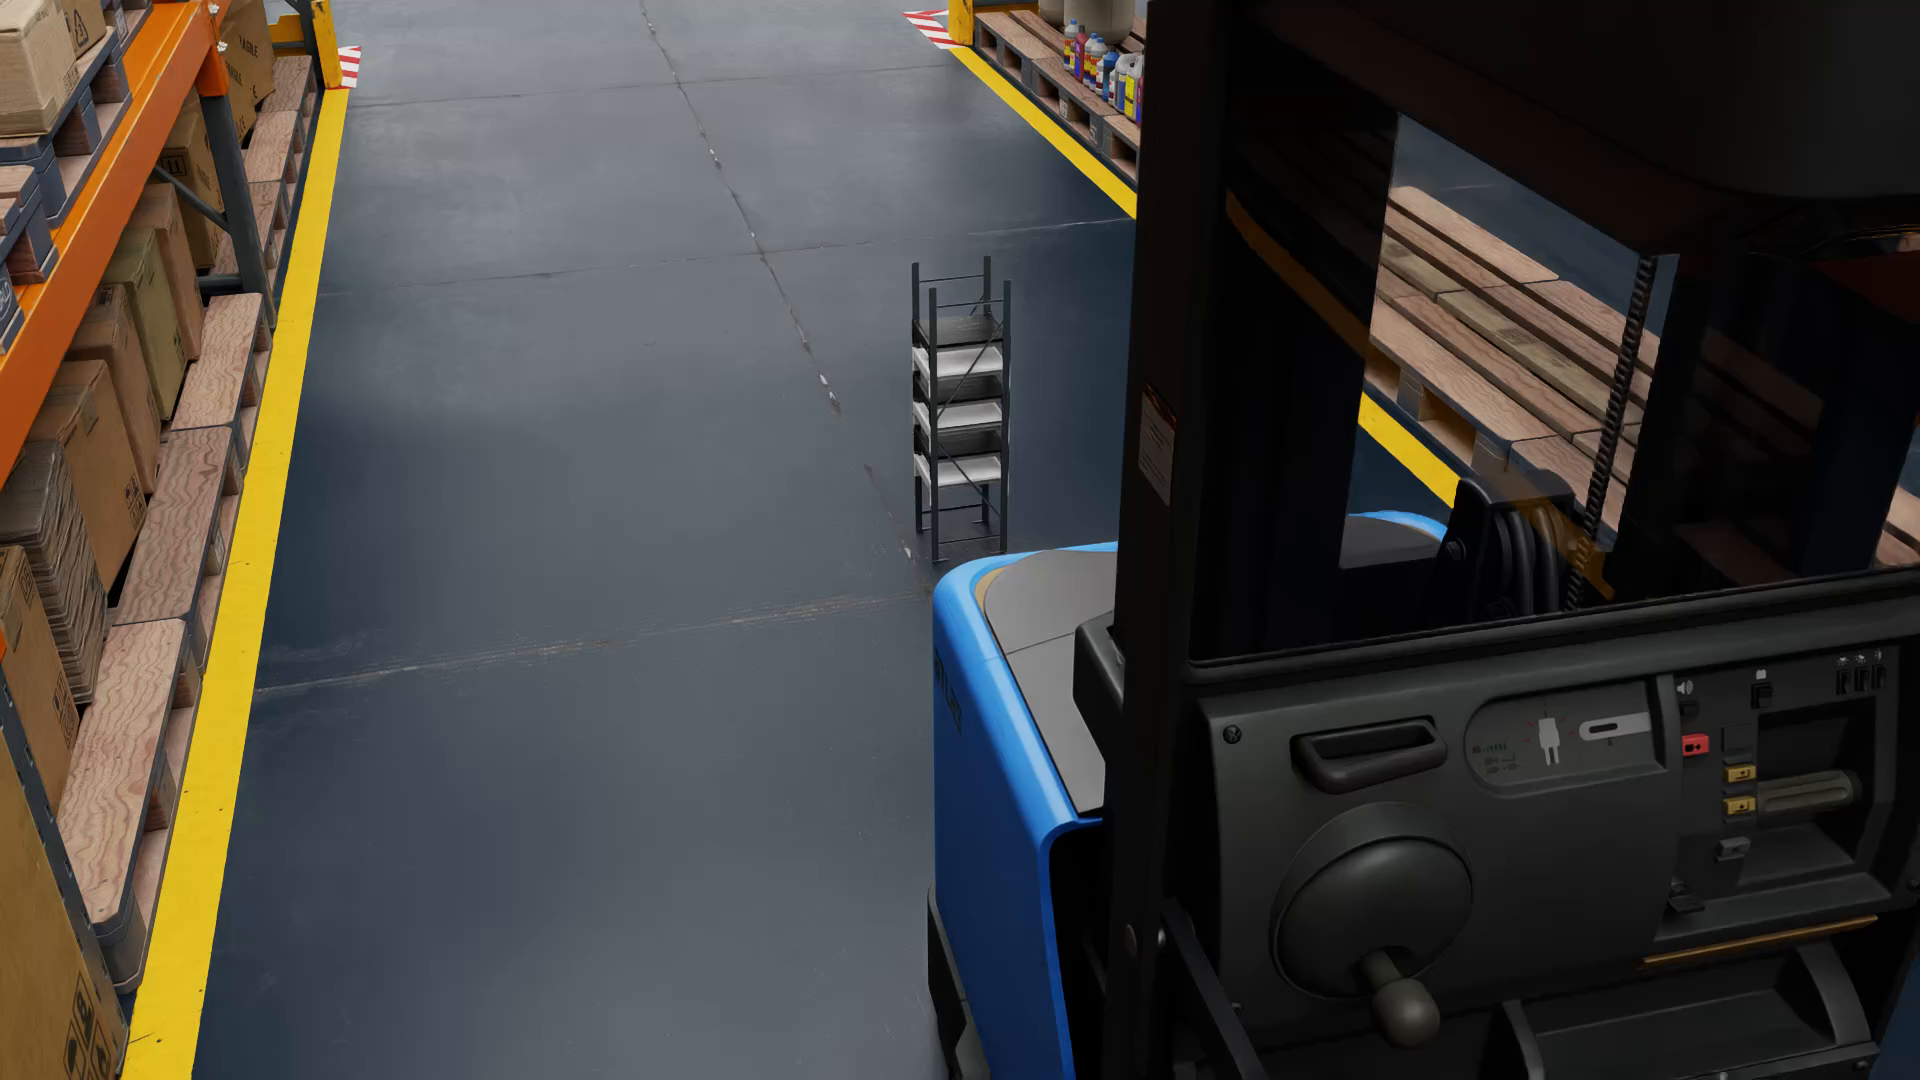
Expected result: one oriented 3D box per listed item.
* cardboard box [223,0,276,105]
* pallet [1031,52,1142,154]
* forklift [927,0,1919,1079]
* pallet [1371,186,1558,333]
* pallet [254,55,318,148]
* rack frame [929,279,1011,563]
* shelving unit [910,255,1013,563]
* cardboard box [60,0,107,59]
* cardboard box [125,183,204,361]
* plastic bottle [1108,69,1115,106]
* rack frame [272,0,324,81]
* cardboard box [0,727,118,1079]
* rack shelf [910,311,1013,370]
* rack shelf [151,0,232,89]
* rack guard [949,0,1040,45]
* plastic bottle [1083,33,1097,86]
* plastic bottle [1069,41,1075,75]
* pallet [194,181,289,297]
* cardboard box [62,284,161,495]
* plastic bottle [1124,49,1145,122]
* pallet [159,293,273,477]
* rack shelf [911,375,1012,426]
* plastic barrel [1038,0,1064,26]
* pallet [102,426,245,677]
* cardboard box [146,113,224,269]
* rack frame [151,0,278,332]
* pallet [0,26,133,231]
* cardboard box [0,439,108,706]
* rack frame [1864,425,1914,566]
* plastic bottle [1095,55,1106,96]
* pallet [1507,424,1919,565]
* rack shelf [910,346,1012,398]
[{"bbox_3d":[-3.980,-2.549,8.736,0.500,0.500,0.500,0,30,0],"label":"cardboard box"},{"bbox_3d":[1.050,-2.477,9.319,1.003,0.211,1.213,-8,31,-13],"label":"pallet"},{"bbox_3d":[0.773,0.361,1.700,1.130,2.935,3.031,-7,31,-12],"label":"forklift"},{"bbox_3d":[1.762,-1.183,7.083,1.003,0.211,1.213,-8,31,-13],"label":"pallet"},{"bbox_3d":[-4.120,-2.397,9.180,1.003,0.211,1.213,-8,31,-13],"label":"pallet"},{"bbox_3d":[0.029,-0.336,4.933,0.240,0.900,0.006,-8,31,-13],"label":"rack frame"},{"bbox_3d":[0.002,-0.386,5.018,0.258,0.900,0.210,-8,31,-13],"label":"shelving unit"},{"bbox_3d":[-2.710,-1.507,4.337,0.797,0.503,0.637,-5,30,-8],"label":"cardboard box"},{"bbox_3d":[-3.117,-0.914,5.892,0.700,0.500,0.500,-10,32,-17],"label":"cardboard box"},{"bbox_3d":[0.833,-2.397,8.751,0.097,0.201,0.097,0,30,0],"label":"plastic bottle"},{"bbox_3d":[-4.321,-4.037,9.231,1.000,3.000,0.127,-8,31,-13],"label":"rack frame"},{"bbox_3d":[-2.035,0.901,2.402,1.225,0.875,0.875,-9,31,-16],"label":"cardboard box"},{"bbox_3d":[0.002,-0.590,4.899,0.258,0.077,0.200,-8,31,-13],"label":"rack shelf"},{"bbox_3d":[-3.790,-2.760,7.742,1.077,0.370,4.000,-8,31,-13],"label":"rack shelf"},{"bbox_3d":[0.519,-3.583,10.942,1.175,0.500,0.348,-8,31,-13],"label":"rack guard"},{"bbox_3d":[0.726,-2.623,9.071,0.097,0.271,0.097,0,30,0],"label":"plastic bottle"},{"bbox_3d":[0.662,-2.708,9.288,0.097,0.201,0.097,0,30,0],"label":"plastic bottle"},{"bbox_3d":[-3.472,-1.218,7.144,1.003,0.211,1.213,-8,31,-13],"label":"pallet"},{"bbox_3d":[-2.860,-0.411,5.023,0.700,0.500,0.500,-11,32,-18],"label":"cardboard box"},{"bbox_3d":[0.930,-2.329,8.485,0.144,0.351,0.185,-8,31,-14],"label":"plastic bottle"},{"bbox_3d":[-3.052,-0.523,5.942,1.003,0.211,1.213,-8,31,-13],"label":"pallet"},{"bbox_3d":[0.002,-0.435,4.989,0.258,0.077,0.200,-8,31,-13],"label":"rack shelf"},{"bbox_3d":[0.702,-3.493,10.355,0.421,0.512,0.421,0,30,0],"label":"plastic barrel"},{"bbox_3d":[-2.724,0.068,4.922,1.003,0.211,1.213,-8,31,-13],"label":"pallet"},{"bbox_3d":[-3.327,-1.404,6.757,0.500,0.500,0.500,-9,31,-15],"label":"cardboard box"},{"bbox_3d":[-3.260,-2.105,5.893,1.000,3.000,0.127,-8,31,-13],"label":"rack frame"},{"bbox_3d":[-2.763,-1.041,4.246,1.003,0.211,1.213,-8,31,-13],"label":"pallet"},{"bbox_3d":[-2.555,0.131,4.086,0.700,0.500,0.500,-10,32,-17],"label":"cardboard box"},{"bbox_3d":[2.577,-0.832,3.693,1.000,3.000,0.127,-8,31,-13],"label":"rack frame"},{"bbox_3d":[0.779,-2.496,8.923,0.097,0.201,0.097,0,30,0],"label":"plastic bottle"},{"bbox_3d":[2.409,-0.004,5.047,1.003,0.211,1.213,-8,31,-13],"label":"pallet"},{"bbox_3d":[0.002,-0.512,4.944,0.258,0.077,0.200,-8,31,-13],"label":"rack shelf"}]
